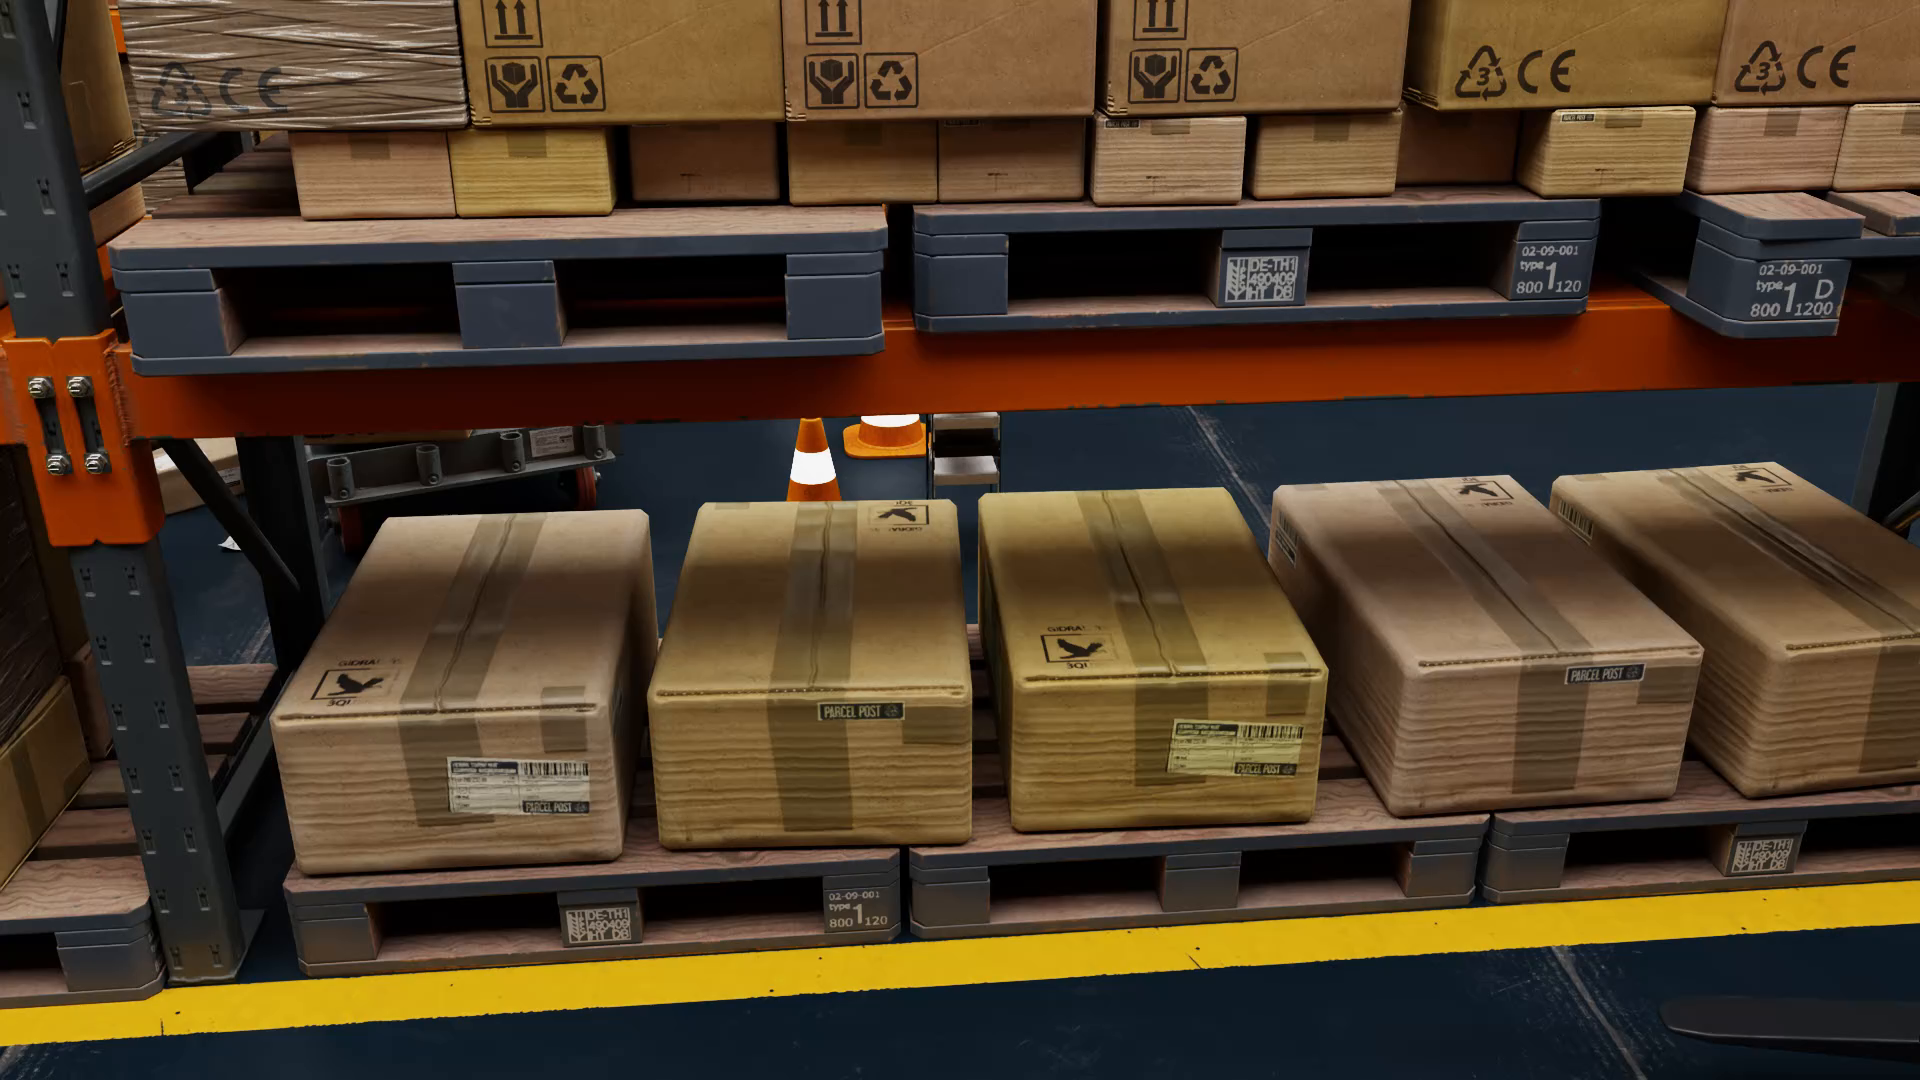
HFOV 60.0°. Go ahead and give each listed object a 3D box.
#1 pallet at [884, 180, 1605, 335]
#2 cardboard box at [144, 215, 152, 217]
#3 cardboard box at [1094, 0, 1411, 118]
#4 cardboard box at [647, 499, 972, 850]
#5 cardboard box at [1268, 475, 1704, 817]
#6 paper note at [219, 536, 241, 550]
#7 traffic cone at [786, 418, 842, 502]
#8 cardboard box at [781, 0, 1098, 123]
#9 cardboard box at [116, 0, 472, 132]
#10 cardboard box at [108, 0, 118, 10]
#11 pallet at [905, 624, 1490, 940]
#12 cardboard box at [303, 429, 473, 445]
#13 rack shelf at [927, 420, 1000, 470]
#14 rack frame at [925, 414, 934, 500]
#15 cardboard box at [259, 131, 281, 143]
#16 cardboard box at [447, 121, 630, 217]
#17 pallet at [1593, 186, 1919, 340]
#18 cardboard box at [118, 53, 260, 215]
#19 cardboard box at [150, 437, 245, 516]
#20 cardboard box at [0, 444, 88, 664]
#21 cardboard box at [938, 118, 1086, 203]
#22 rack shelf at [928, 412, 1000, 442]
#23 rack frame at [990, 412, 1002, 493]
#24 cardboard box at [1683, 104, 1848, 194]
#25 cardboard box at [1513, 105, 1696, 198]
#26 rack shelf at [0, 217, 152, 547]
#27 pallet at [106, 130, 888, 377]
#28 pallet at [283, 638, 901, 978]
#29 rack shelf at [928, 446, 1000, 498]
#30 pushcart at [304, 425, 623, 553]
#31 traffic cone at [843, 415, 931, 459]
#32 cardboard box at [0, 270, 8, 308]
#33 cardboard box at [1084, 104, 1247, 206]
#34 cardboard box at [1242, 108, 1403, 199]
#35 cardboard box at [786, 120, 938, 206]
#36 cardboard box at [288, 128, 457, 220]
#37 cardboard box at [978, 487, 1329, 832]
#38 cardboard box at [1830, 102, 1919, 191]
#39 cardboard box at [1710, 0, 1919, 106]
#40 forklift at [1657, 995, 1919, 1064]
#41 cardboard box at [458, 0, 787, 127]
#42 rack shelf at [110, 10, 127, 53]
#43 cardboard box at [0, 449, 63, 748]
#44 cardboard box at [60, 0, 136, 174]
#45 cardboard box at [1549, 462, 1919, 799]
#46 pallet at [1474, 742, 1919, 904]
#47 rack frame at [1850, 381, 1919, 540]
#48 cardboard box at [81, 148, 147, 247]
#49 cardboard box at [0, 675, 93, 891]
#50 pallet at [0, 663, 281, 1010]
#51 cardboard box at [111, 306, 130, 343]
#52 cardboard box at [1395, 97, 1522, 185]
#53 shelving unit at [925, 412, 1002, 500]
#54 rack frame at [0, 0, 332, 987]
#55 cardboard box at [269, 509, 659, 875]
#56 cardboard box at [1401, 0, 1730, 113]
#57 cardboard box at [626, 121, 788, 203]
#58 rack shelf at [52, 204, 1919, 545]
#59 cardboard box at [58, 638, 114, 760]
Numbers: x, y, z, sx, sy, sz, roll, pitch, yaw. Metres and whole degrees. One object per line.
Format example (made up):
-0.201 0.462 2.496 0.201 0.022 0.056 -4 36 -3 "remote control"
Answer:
0.473 -0.672 3.305 1.213 0.211 1.003 -2 24 -5 "pallet"
-3.573 -1.074 7.048 0.500 0.500 0.500 2 24 4 "cardboard box"
0.455 -1.031 2.870 0.500 0.500 0.500 -3 24 -7 "cardboard box"
-0.305 0.261 3.687 0.625 0.372 0.950 -1 24 -2 "cardboard box"
1.142 0.205 3.814 0.625 0.372 0.950 -3 24 -6 "cardboard box"
-2.237 -0.007 5.228 0.142 0.019 0.148 -2 24 -5 "paper note"
-0.445 -0.152 5.021 0.334 0.463 0.336 -2 24 -5 "traffic cone"
-0.055 -1.006 2.814 0.500 0.500 0.500 -2 24 -5 "cardboard box"
-1.047 -0.972 2.737 0.500 0.500 0.500 -2 24 -4 "cardboard box"
-3.589 -2.736 7.528 0.550 0.550 0.875 -2 24 -5 "cardboard box"
0.450 0.497 3.872 1.213 0.211 1.003 -2 24 -5 "pallet"
-1.747 -0.618 5.091 0.500 0.500 0.500 -2 24 -5 "cardboard box"
0.008 -0.299 5.118 0.200 0.077 0.258 -2 24 -5 "rack shelf"
-0.093 -0.407 5.059 0.006 0.900 0.240 -2 24 -5 "rack frame"
-2.762 -1.916 7.967 0.875 0.875 0.875 -2 24 -4 "cardboard box"
-0.711 -0.673 2.864 0.250 0.149 0.380 -2 24 -4 "cardboard box"
1.740 -0.696 3.359 1.003 0.211 1.213 -2 24 -5 "pallet"
-3.658 -1.879 7.883 0.875 0.875 0.875 -2 24 -5 "cardboard box"
-2.563 -0.281 5.555 0.258 0.266 0.396 22 32 40 "cardboard box"
-2.155 -0.059 3.635 0.500 0.500 0.500 -1 24 -3 "cardboard box"
0.070 -0.718 2.965 0.250 0.149 0.380 -2 24 -5 "cardboard box"
0.008 -0.381 5.081 0.200 0.077 0.258 -2 24 -5 "rack shelf"
0.109 -0.416 5.077 0.006 0.900 0.240 -2 24 -5 "rack frame"
1.379 -0.749 3.035 0.250 0.149 0.380 -3 24 -8 "cardboard box"
1.106 -0.732 2.997 0.250 0.149 0.380 -2 24 -4 "cardboard box"
-3.532 -0.287 3.088 4.000 0.370 1.077 -2 24 -5 "rack shelf"
-0.767 -0.580 3.097 1.213 0.211 1.003 -2 24 -5 "pallet"
-0.767 0.547 3.759 1.213 0.211 1.003 -2 24 -5 "pallet"
0.008 -0.217 5.155 0.200 0.077 0.258 -2 24 -5 "rack shelf"
-1.816 -0.417 5.723 0.936 0.377 1.648 -11 26 -23 "pushcart"
-0.255 -0.567 5.957 0.334 0.463 0.336 -2 24 -5 "traffic cone"
-1.832 -0.445 2.867 0.250 0.149 0.380 -3 24 -6 "cardboard box"
0.339 -0.708 2.941 0.250 0.149 0.380 -1 24 -3 "cardboard box"
0.602 -0.730 2.992 0.250 0.149 0.380 -3 24 -7 "cardboard box"
-0.177 -0.709 2.944 0.250 0.149 0.380 -2 24 -4 "cardboard box"
-0.961 -0.667 2.850 0.250 0.149 0.380 -2 24 -4 "cardboard box"
0.387 0.233 3.751 0.625 0.372 0.950 -2 24 -3 "cardboard box"
1.630 -0.756 3.050 0.250 0.149 0.380 -2 24 -6 "cardboard box"
1.500 -1.073 2.965 0.500 0.500 0.500 -3 24 -6 "cardboard box"
2.704 -0.163 2.009 3.031 2.935 1.130 1 24 2 "forklift"
-0.549 -0.992 2.782 0.500 0.500 0.500 -2 24 -5 "cardboard box"
-4.119 -2.284 7.580 4.000 0.370 1.077 -2 24 -5 "rack shelf"
-2.104 0.159 3.145 0.500 0.500 0.500 -3 24 -6 "cardboard box"
-2.007 -0.972 3.255 0.500 0.500 0.500 -2 24 -5 "cardboard box"
1.876 0.172 3.888 0.625 0.372 0.950 -4 24 -9 "cardboard box"
1.661 0.450 3.978 1.213 0.211 1.003 -2 24 -5 "pallet"
2.439 -0.855 3.481 0.127 3.000 1.000 -2 24 -5 "rack frame"
-1.887 -0.698 3.436 0.250 0.149 0.380 -2 24 -5 "cardboard box"
-2.104 0.501 3.297 0.500 0.250 0.500 -1 24 -3 "cardboard box"
-2.207 0.620 3.595 1.213 0.211 1.003 -2 24 -5 "pallet"
-3.093 -0.591 5.793 0.503 0.637 0.797 -2 24 -5 "cardboard box"
0.844 -0.773 3.089 0.250 0.149 0.380 -2 24 -5 "cardboard box"
0.008 -0.412 5.068 0.210 0.900 0.258 -2 24 -5 "shelving unit"
-1.542 -0.695 3.122 0.127 3.000 1.000 -2 24 -5 "rack frame"
-1.020 0.291 3.619 0.625 0.372 0.950 -2 24 -4 "cardboard box"
0.998 -1.052 2.918 0.500 0.500 0.500 -4 24 -9 "cardboard box"
-0.437 -0.716 2.959 0.250 0.149 0.380 -1 24 -2 "cardboard box"
0.449 -0.447 3.447 4.000 0.370 1.077 -2 24 -5 "rack shelf"
-2.155 0.284 3.787 0.500 0.250 0.500 -3 24 -8 "cardboard box"
